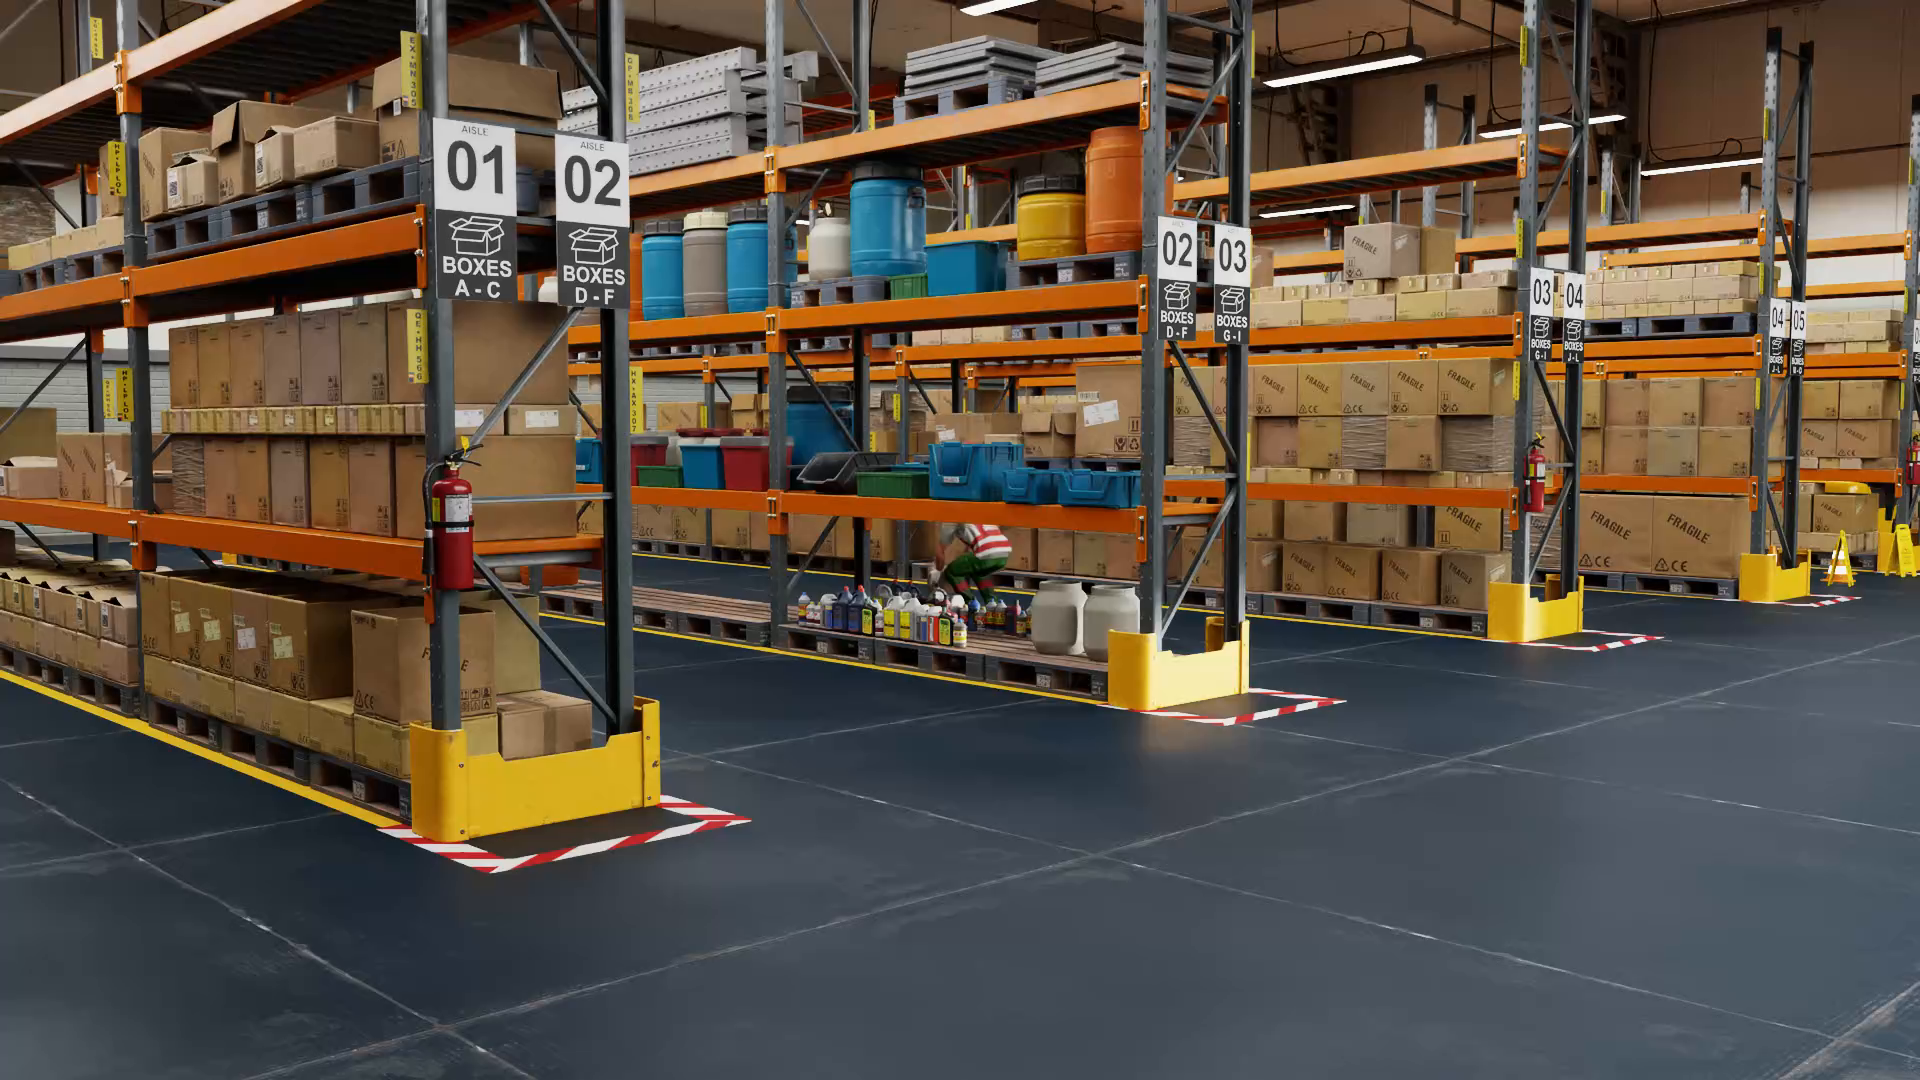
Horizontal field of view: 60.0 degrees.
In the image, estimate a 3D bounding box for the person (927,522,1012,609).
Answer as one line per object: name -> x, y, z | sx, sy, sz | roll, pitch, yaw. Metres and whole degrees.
person -> 0.092, 0.166, 16.267 | 0.583, 1.161, 0.850 | -4, 5, -44
